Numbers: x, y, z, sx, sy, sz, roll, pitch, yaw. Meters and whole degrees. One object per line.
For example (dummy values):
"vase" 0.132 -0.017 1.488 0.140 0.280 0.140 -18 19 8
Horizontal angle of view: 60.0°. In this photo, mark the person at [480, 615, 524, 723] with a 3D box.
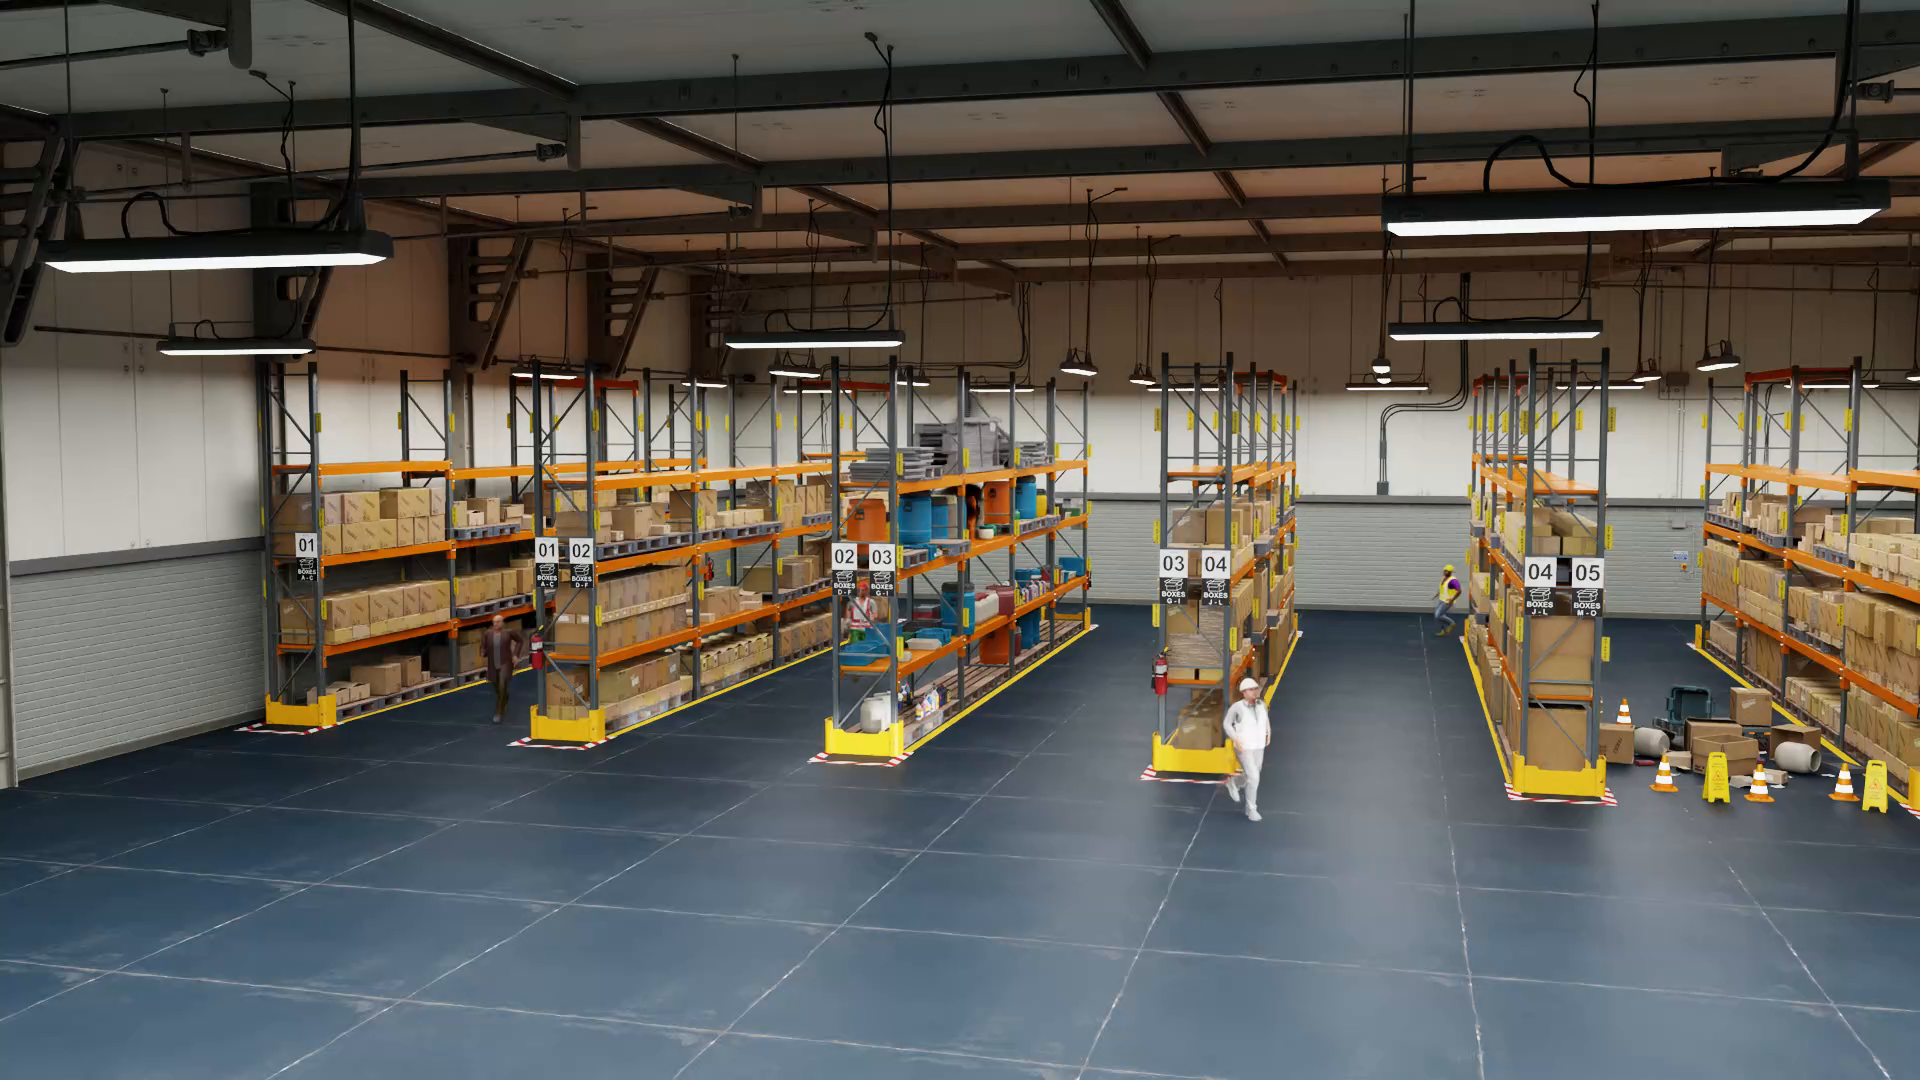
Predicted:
"person" -7.751 2.255 28.108 0.690 1.528 1.042 0 4 4

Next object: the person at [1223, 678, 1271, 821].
"person" 3.654 2.634 21.235 0.662 1.781 0.759 -2 5 -28

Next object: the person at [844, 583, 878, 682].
"person" -1.828 1.705 30.703 0.641 1.836 0.698 0 4 3

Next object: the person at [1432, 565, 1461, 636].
"person" 11.374 1.425 38.913 0.531 1.694 0.756 -1 4 -9
